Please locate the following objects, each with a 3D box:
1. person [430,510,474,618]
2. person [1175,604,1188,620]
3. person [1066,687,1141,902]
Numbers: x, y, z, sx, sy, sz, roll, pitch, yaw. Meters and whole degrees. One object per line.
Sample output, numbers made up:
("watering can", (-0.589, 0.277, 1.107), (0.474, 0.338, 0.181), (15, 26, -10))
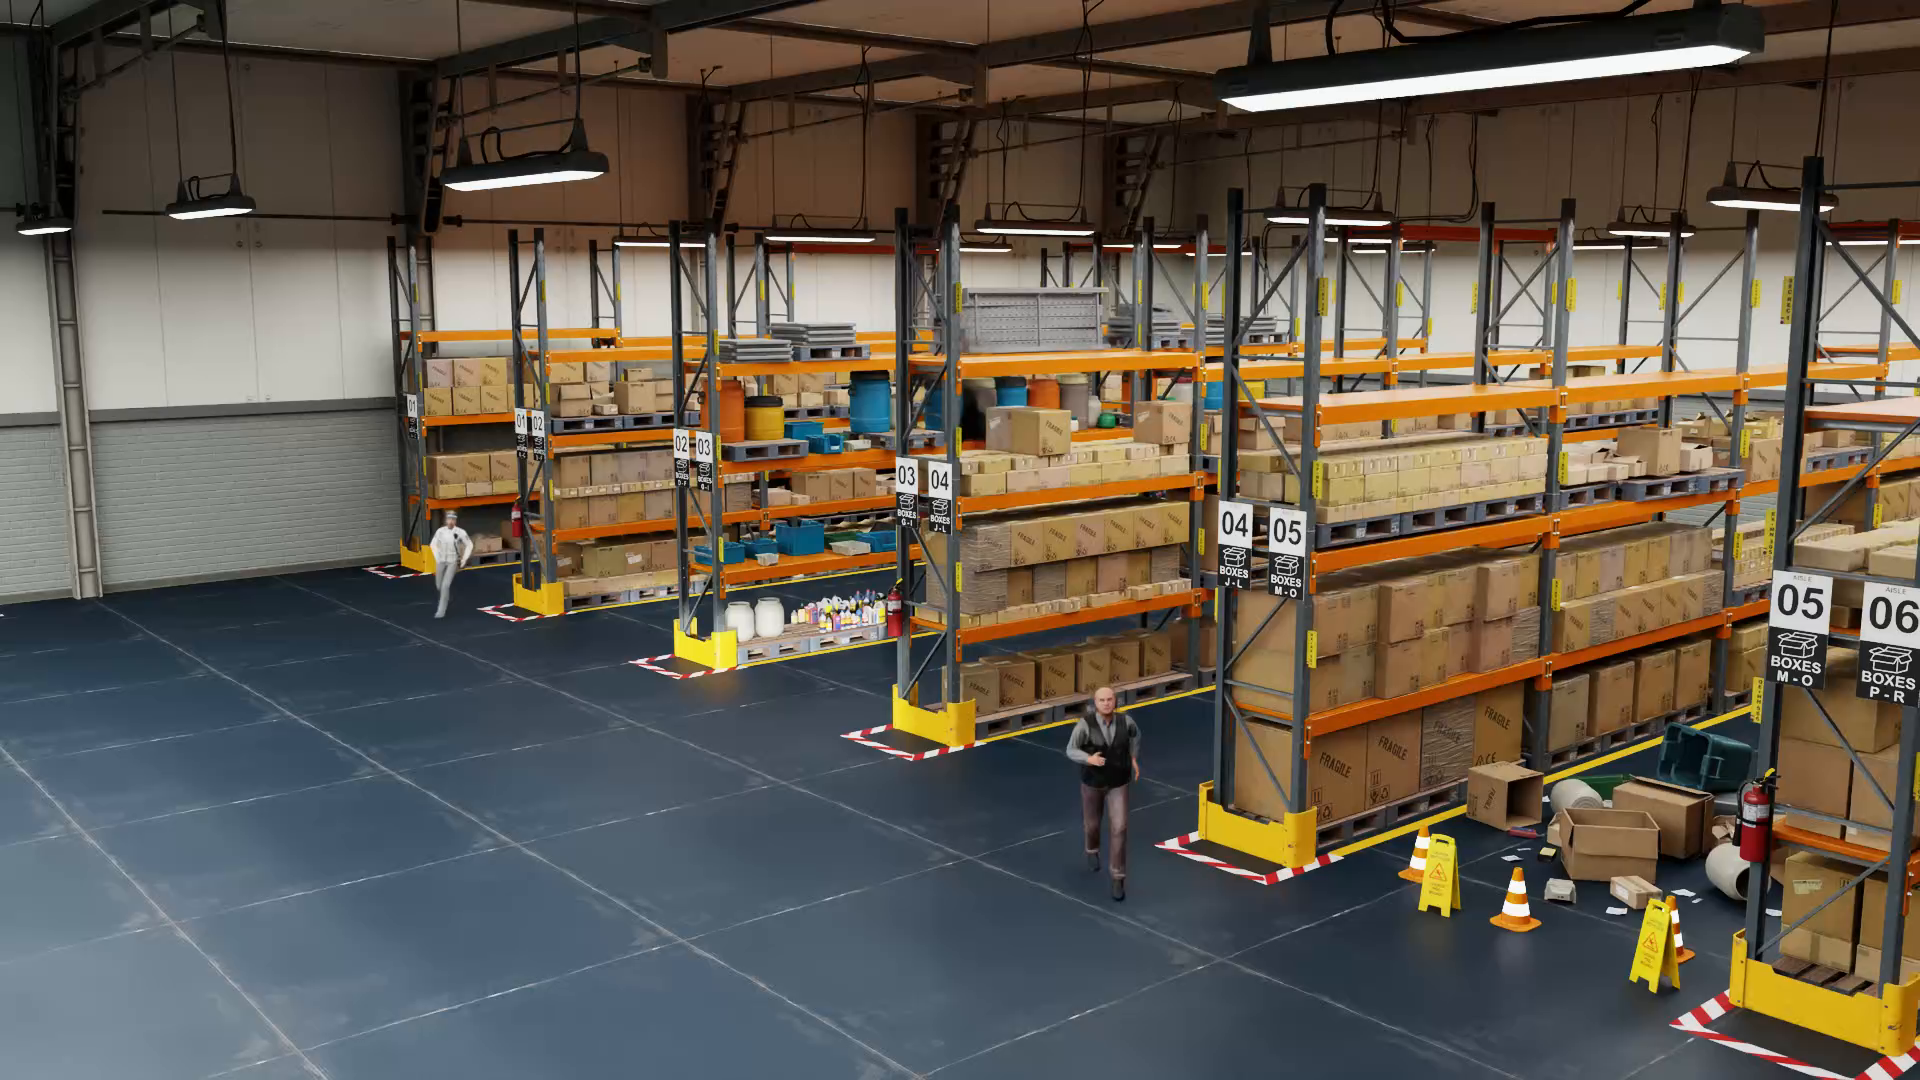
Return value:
("person", (-7.986, 0.346, 26.157), (0.665, 1.666, 0.713), (0, 9, -1))
("person", (3.329, 0.371, 24.116), (0.582, 1.630, 0.581), (-9, 12, -44))
("person", (1.237, 2.111, 14.254), (0.666, 1.735, 0.905), (0, 9, 1))
